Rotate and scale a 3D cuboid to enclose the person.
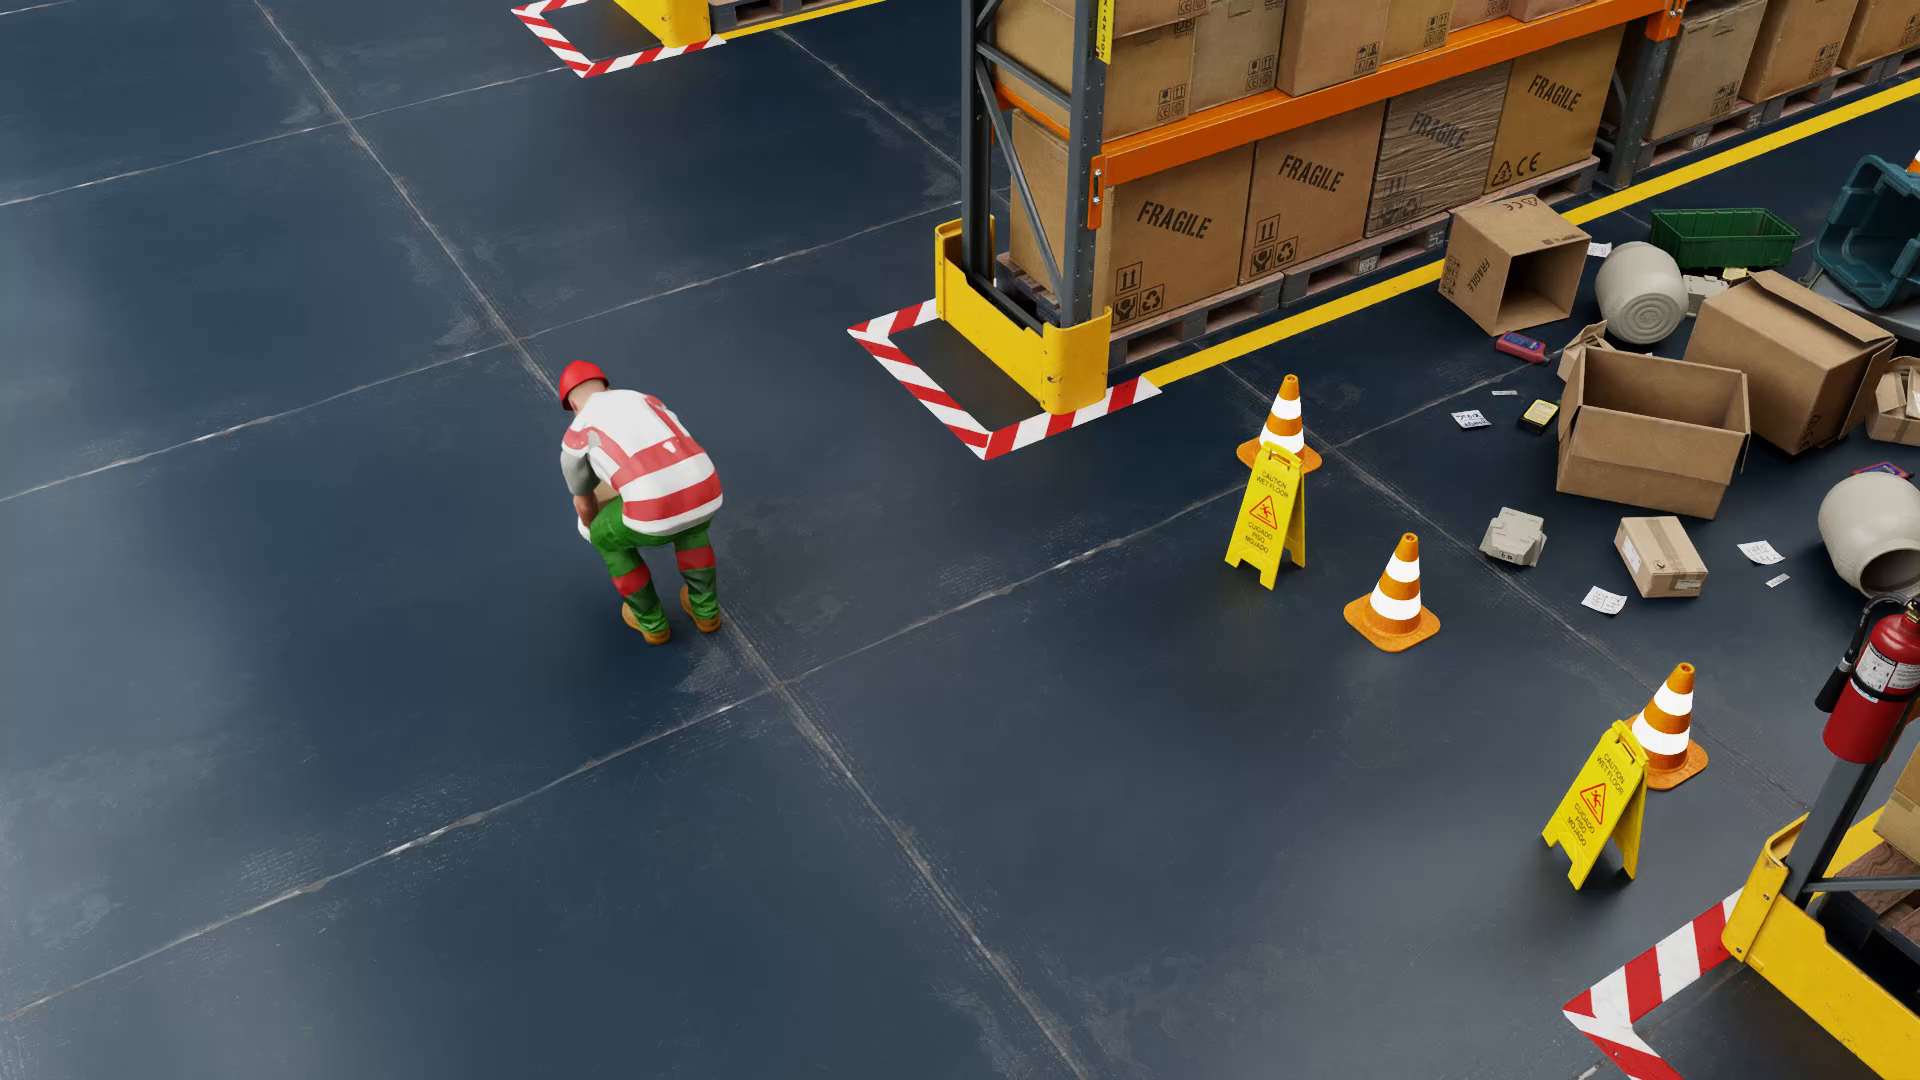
[{"bbox_3d":[-1.315,-0.132,6.869,0.522,1.041,0.958,-25,46,-26],"label":"person"}]
